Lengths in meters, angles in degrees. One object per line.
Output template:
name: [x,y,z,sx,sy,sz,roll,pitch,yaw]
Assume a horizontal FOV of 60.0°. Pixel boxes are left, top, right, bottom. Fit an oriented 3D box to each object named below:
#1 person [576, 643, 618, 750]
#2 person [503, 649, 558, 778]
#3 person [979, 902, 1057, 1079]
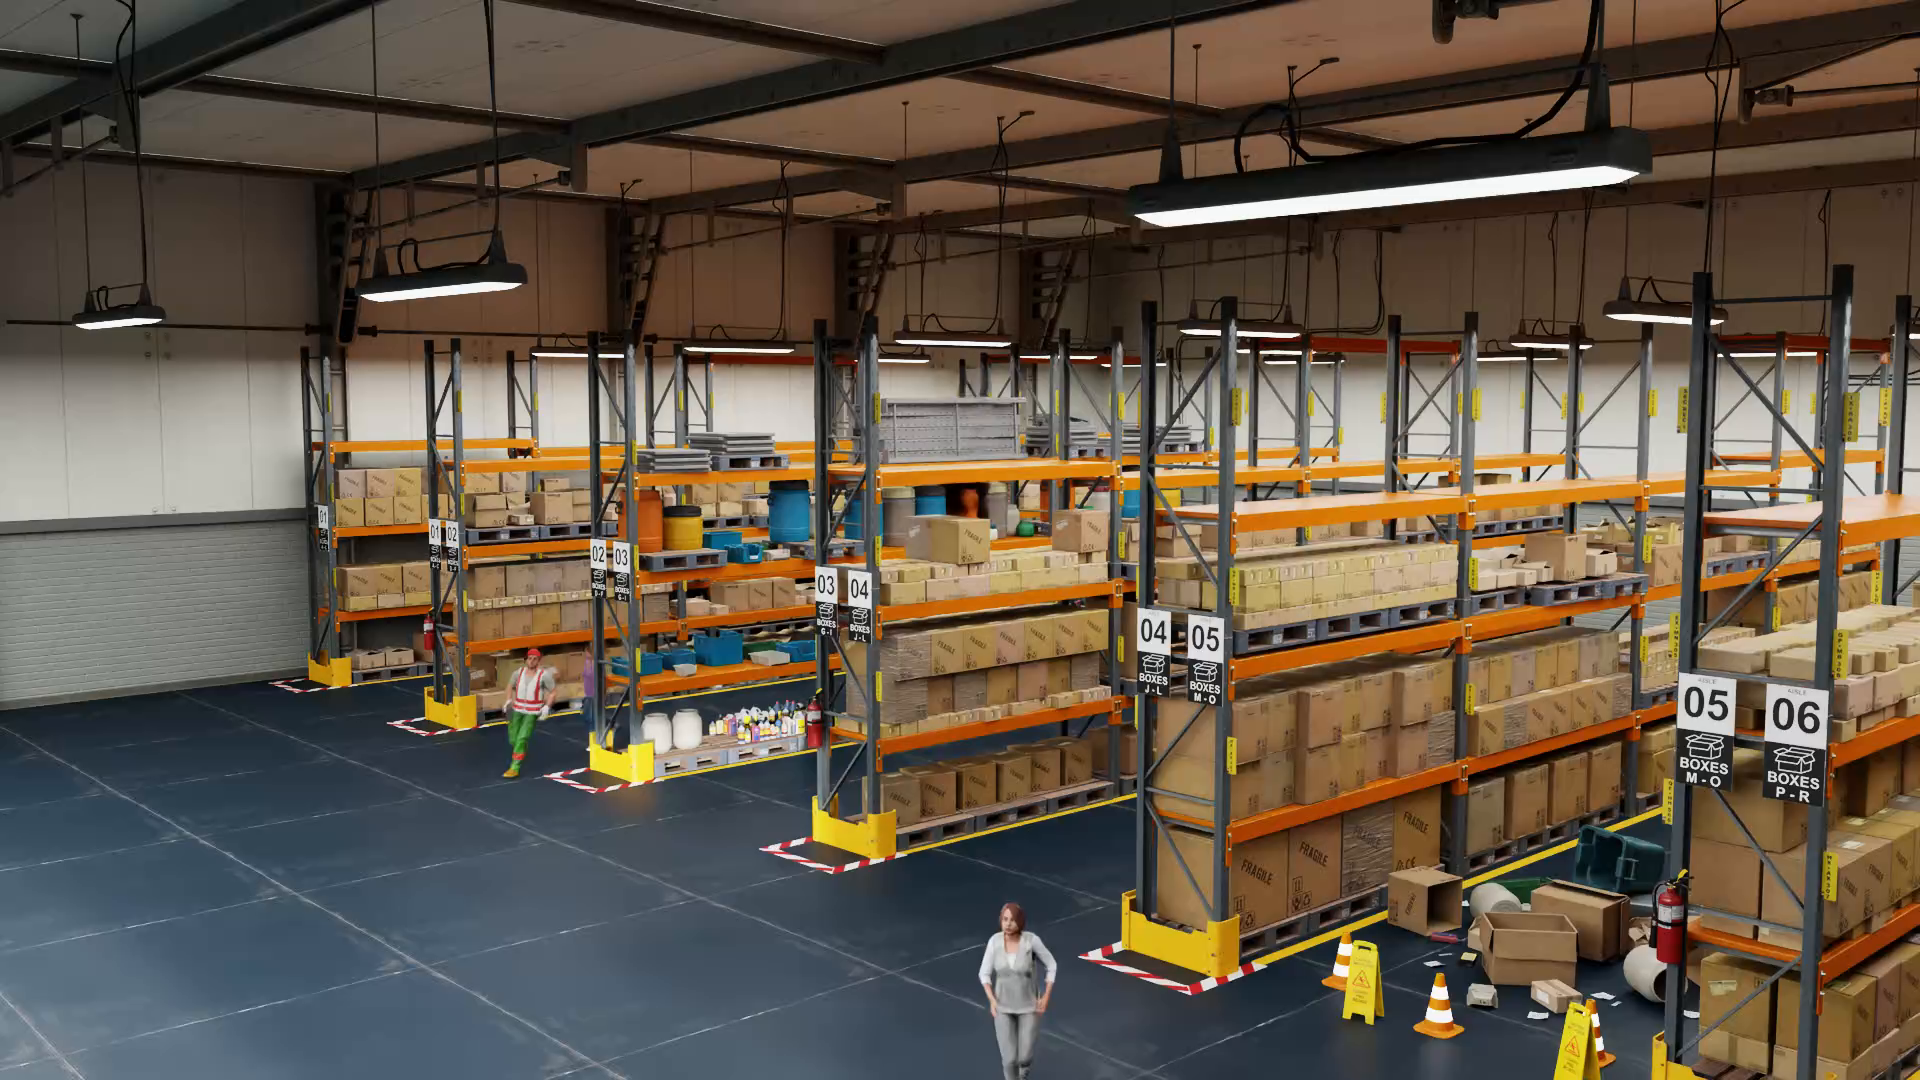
person: [-5.280,2.273,24.227,0.570,1.560,0.552,-5,7,-44]
person: [-5.828,2.326,22.539,0.705,1.716,0.701,1,5,6]
person: [0.410,3.346,11.898,0.554,1.563,0.613,1,5,10]
